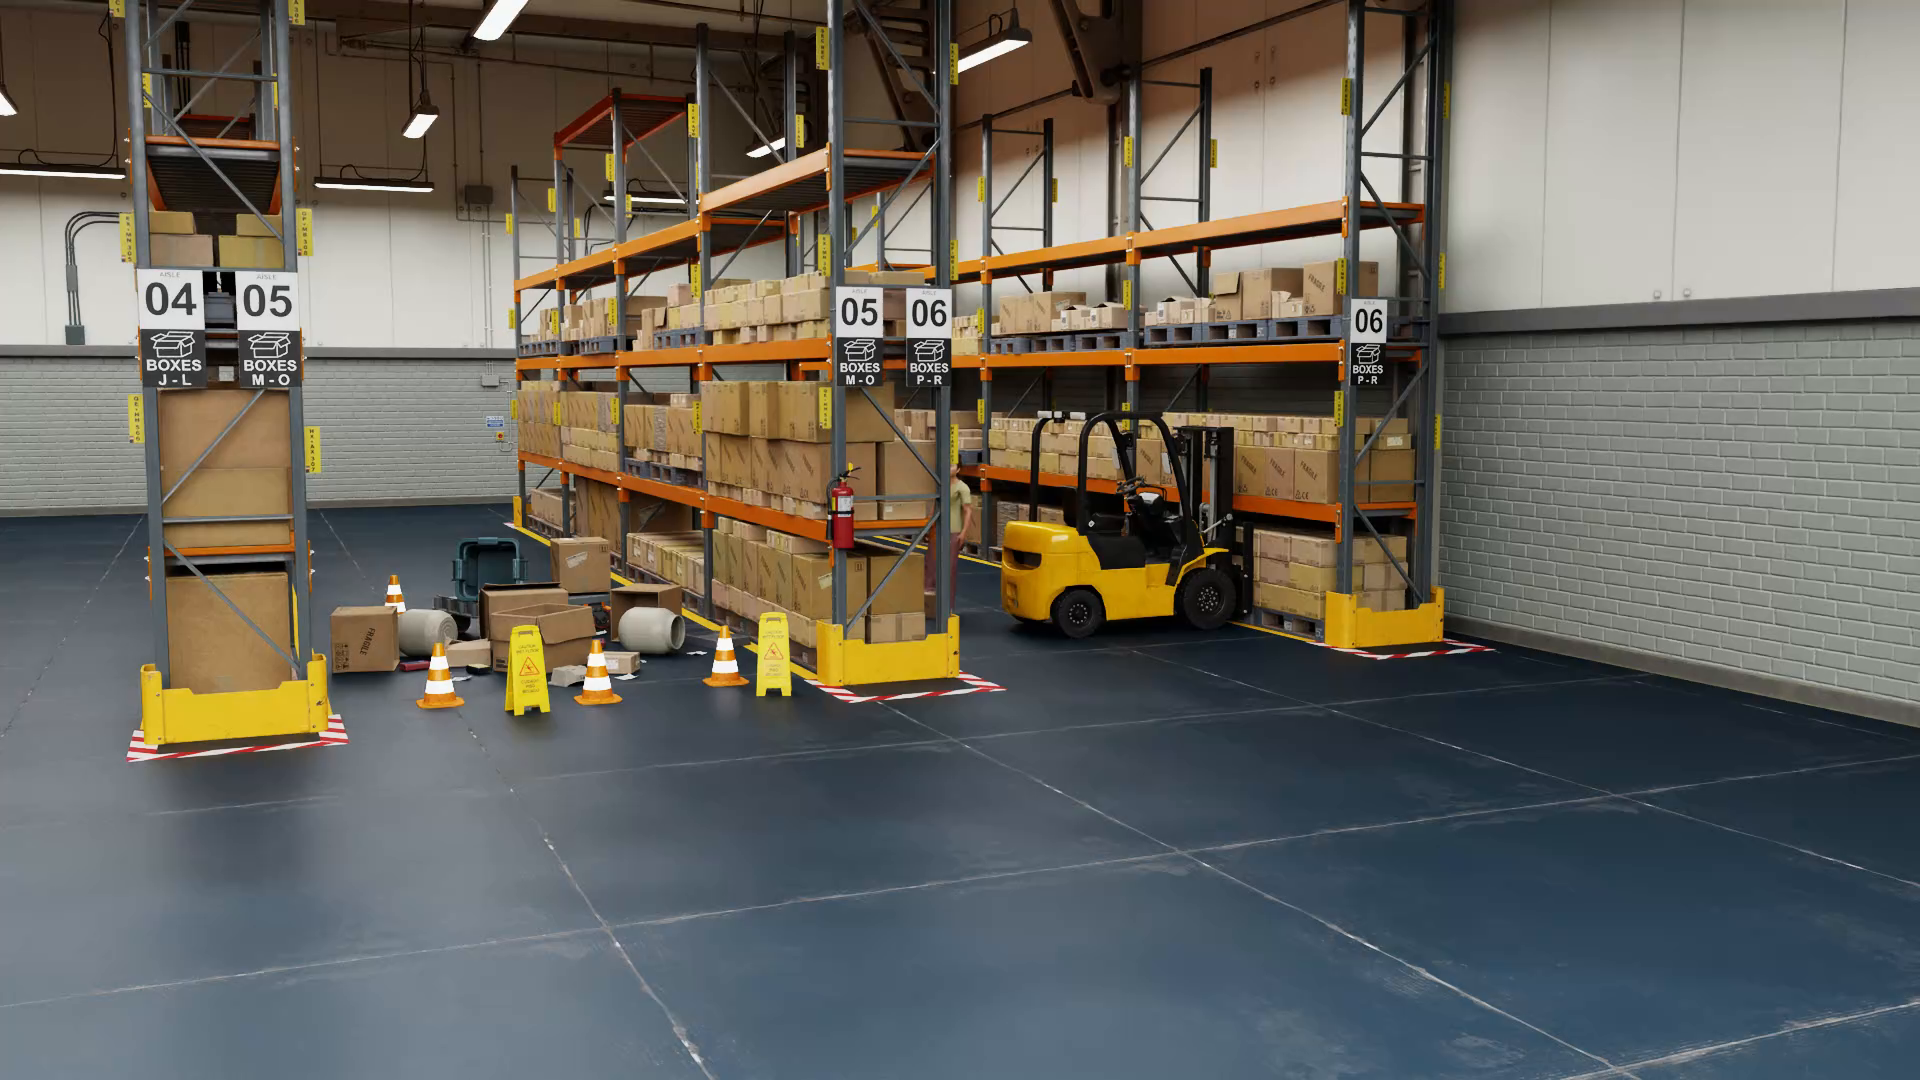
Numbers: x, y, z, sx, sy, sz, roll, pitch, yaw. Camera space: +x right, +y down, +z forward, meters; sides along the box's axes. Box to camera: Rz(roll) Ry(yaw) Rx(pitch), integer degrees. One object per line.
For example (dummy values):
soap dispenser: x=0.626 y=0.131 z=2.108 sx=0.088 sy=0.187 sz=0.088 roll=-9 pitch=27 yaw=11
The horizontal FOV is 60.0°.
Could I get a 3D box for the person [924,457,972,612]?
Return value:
person: x=-0.185 y=-0.052 z=17.475 sx=0.553 sy=1.662 sz=0.548 roll=4 pitch=7 yaw=37
